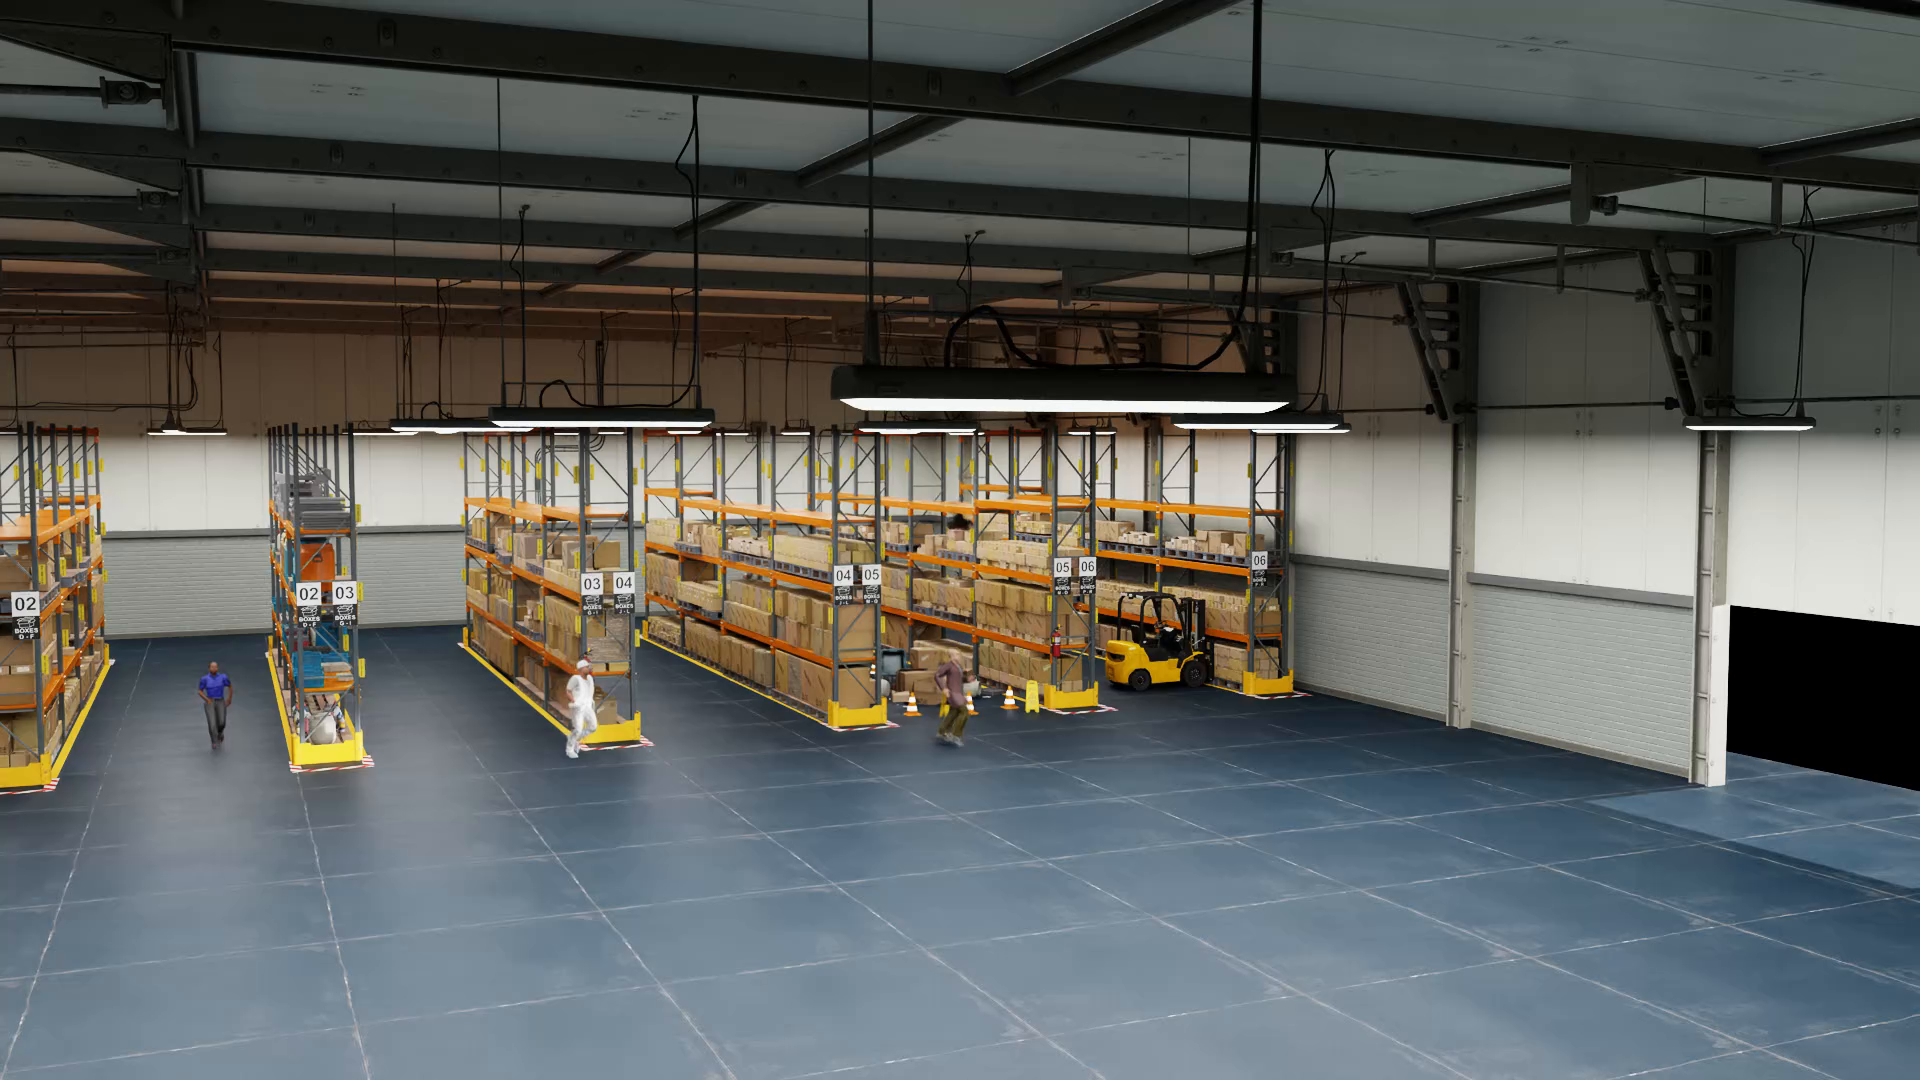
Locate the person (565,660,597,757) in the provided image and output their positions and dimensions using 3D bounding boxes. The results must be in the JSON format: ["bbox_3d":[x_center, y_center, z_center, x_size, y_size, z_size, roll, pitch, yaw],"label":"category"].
[{"bbox_3d":[-6.789,3.029,30.028,0.523,1.719,0.742,2,4,30],"label":"person"}]

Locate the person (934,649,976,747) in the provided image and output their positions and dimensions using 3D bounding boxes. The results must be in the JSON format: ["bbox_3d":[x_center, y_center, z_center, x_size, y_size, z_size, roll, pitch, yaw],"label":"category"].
[{"bbox_3d":[-0.095,2.944,31.057,0.806,1.830,0.671,1,4,17],"label":"person"}]

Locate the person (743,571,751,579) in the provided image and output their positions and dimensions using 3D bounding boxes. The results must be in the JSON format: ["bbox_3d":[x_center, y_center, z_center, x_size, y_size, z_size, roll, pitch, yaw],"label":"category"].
[{"bbox_3d":[-6.451,1.791,50.324,0.869,1.727,0.560,-2,4,-27],"label":"person"}]

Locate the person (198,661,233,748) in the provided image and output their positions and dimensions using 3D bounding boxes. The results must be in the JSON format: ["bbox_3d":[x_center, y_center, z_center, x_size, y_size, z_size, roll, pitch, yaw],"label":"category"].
[{"bbox_3d":[-13.751,3.041,30.735,0.600,1.614,0.586,-2,4,-29],"label":"person"}]
